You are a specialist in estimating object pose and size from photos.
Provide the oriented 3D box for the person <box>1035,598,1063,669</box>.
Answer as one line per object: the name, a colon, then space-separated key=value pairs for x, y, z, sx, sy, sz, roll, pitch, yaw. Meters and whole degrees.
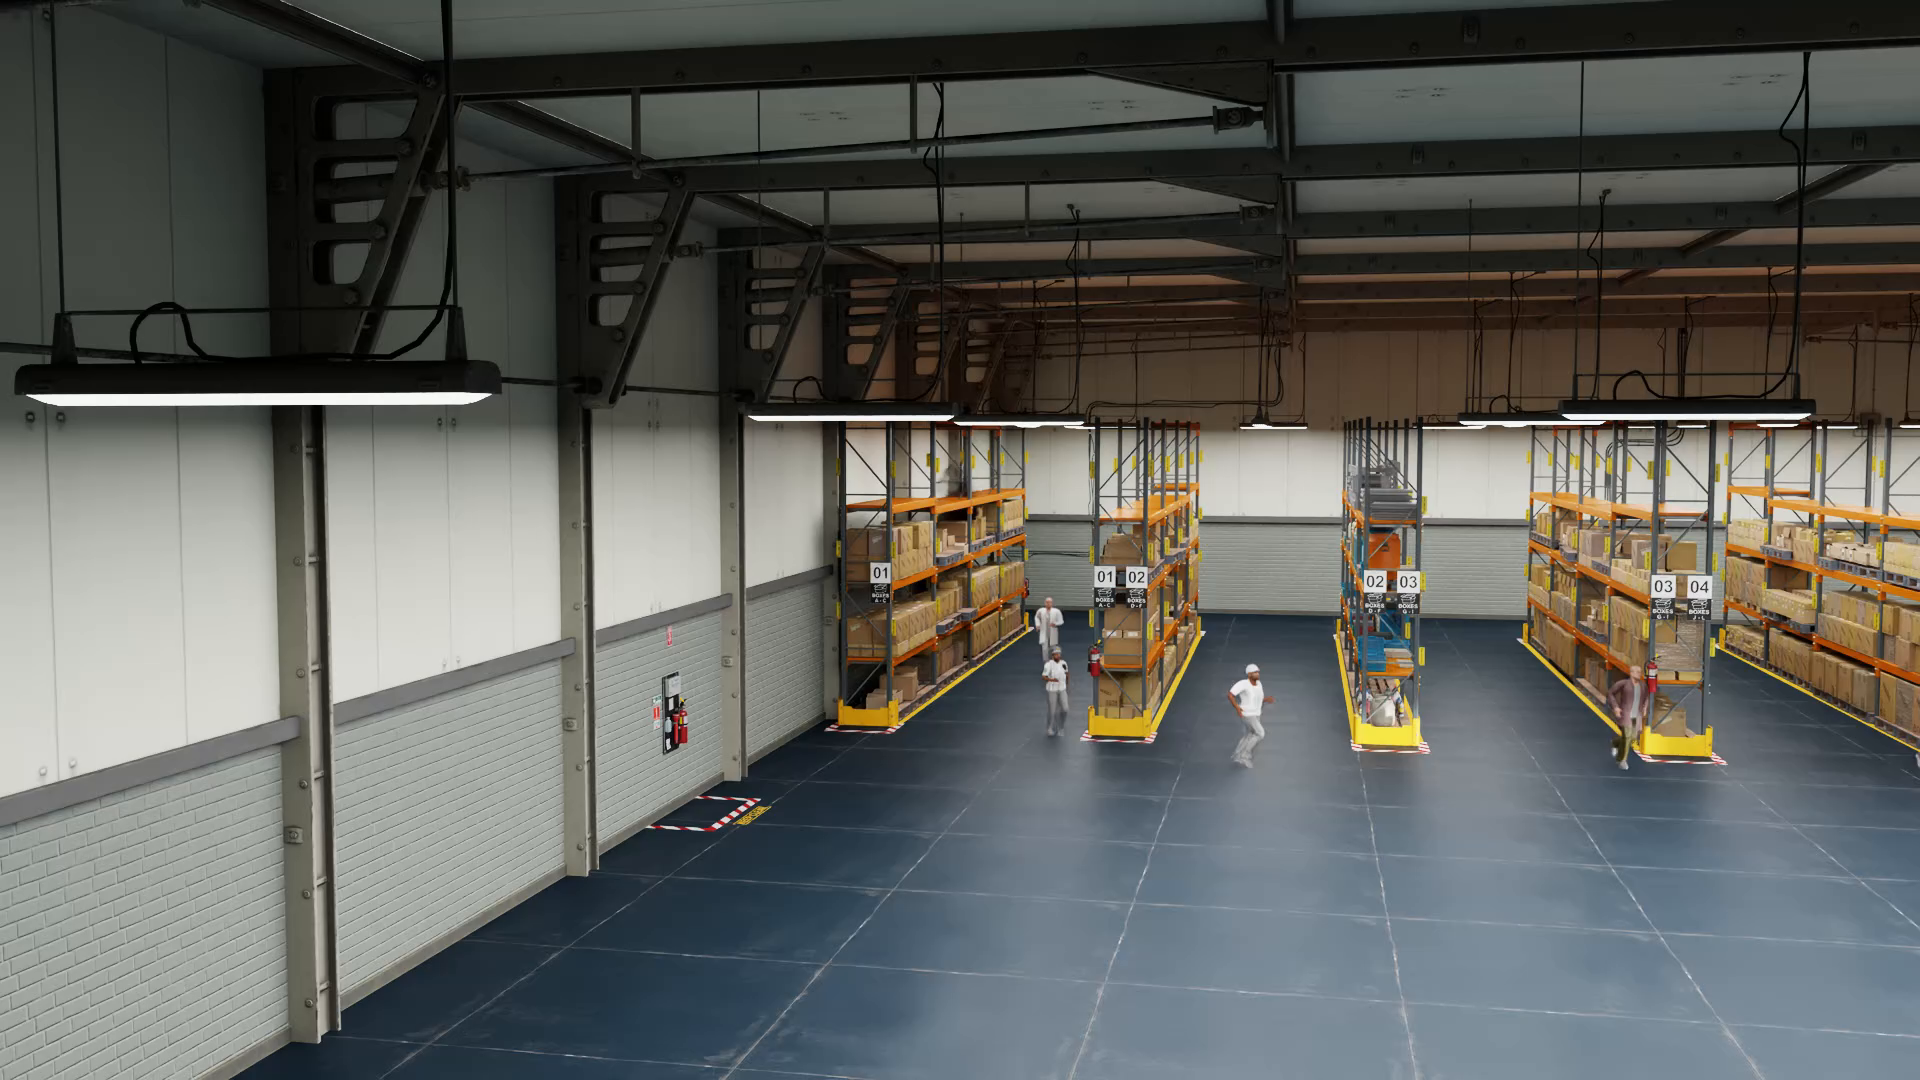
person: x=2.104 y=2.265 z=39.506 sx=0.705 sy=1.794 sz=0.869 roll=1 pitch=4 yaw=9

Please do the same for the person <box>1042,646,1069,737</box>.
person: x=1.832 y=2.864 z=31.249 sx=0.587 sy=1.747 sz=0.630 roll=-1 pitch=4 yaw=-16

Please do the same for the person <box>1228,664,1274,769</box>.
person: x=5.000 y=3.013 z=28.415 sx=0.709 sy=1.792 sz=0.661 roll=3 pitch=5 yaw=39

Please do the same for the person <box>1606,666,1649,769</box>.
person: x=11.502 y=3.019 z=28.608 sx=0.756 sy=1.729 sz=0.787 roll=-1 pitch=4 yaw=-9
